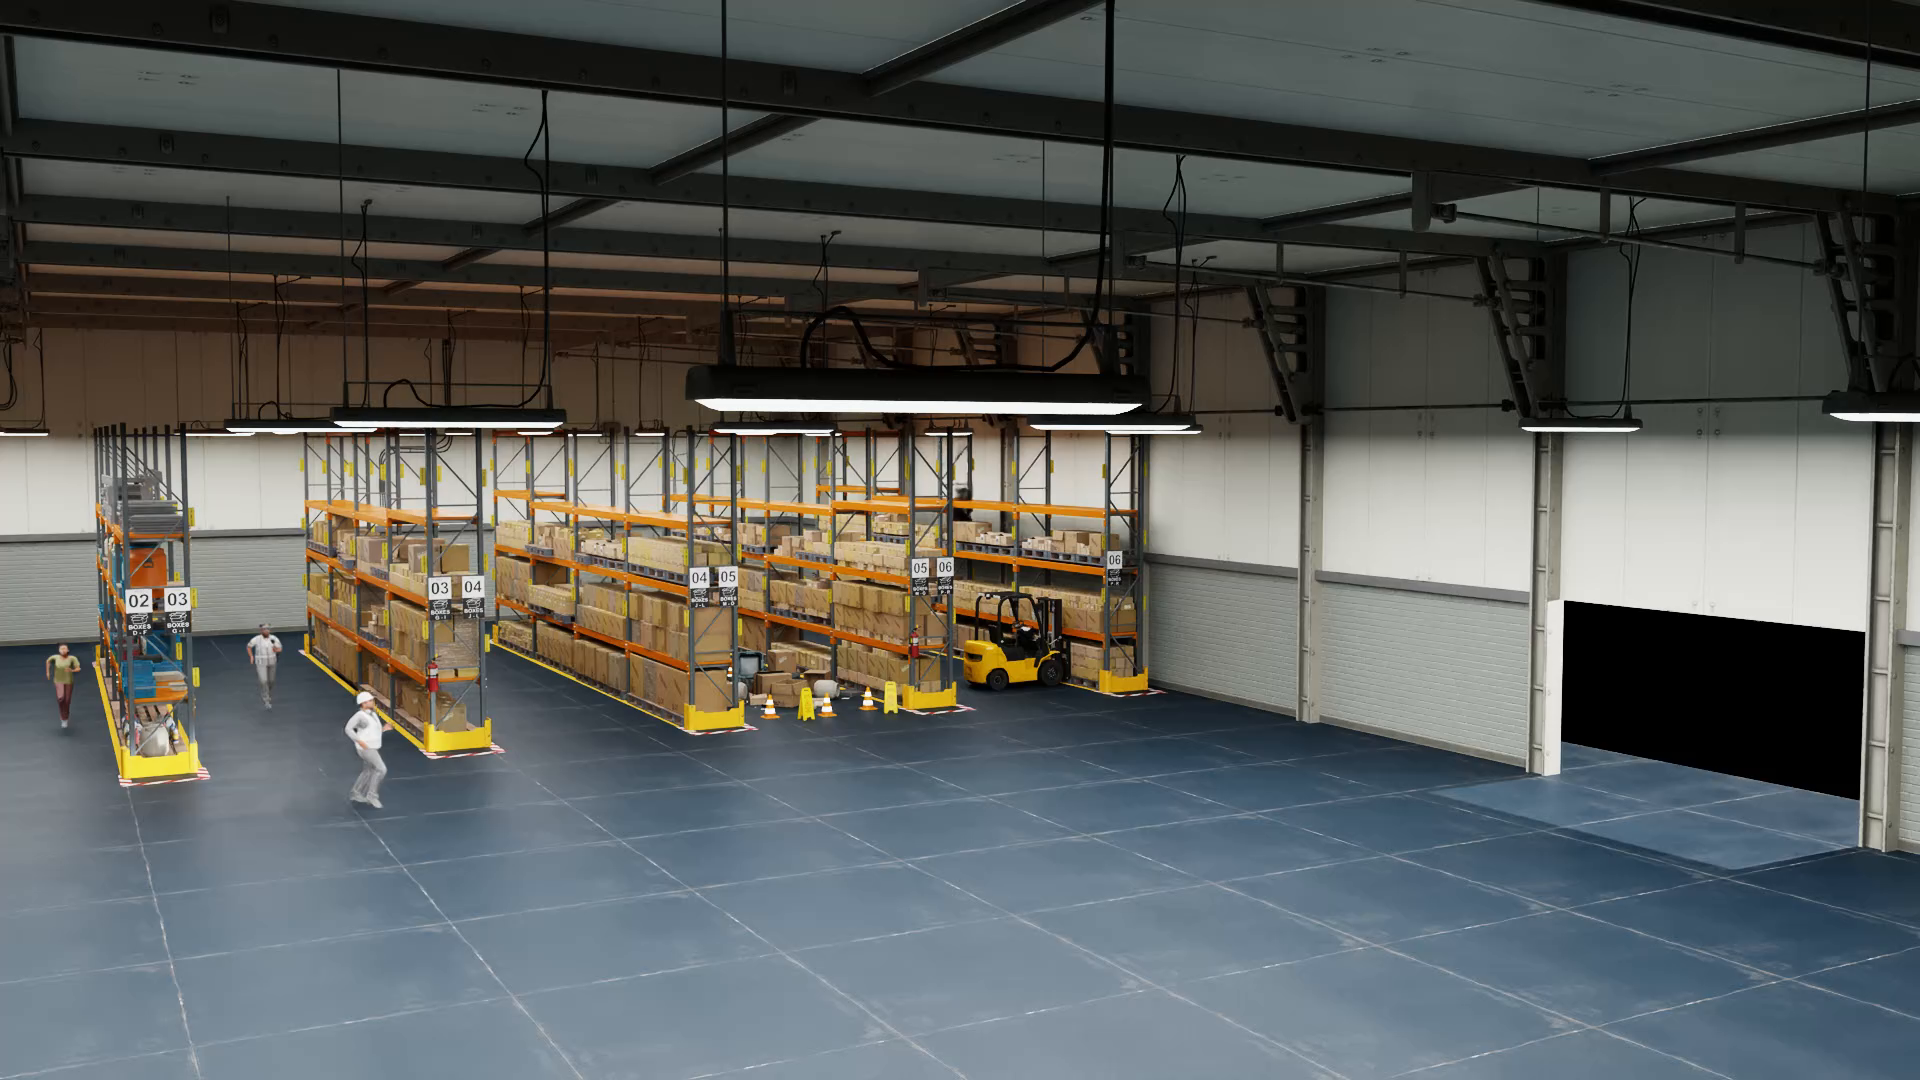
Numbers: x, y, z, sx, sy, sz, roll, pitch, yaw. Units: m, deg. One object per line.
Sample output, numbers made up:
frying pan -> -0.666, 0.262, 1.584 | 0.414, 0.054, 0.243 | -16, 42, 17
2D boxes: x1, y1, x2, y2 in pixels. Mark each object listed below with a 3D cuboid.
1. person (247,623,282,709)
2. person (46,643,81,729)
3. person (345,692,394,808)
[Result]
person -> -14.870, 2.663, 35.640 | 0.657, 1.784, 0.956 | -3, 4, -39
person -> -17.878, 2.885, 33.181 | 0.599, 1.691, 0.816 | -2, 4, -29
person -> -9.202, 3.275, 25.930 | 0.706, 1.820, 0.638 | 0, 3, -4
